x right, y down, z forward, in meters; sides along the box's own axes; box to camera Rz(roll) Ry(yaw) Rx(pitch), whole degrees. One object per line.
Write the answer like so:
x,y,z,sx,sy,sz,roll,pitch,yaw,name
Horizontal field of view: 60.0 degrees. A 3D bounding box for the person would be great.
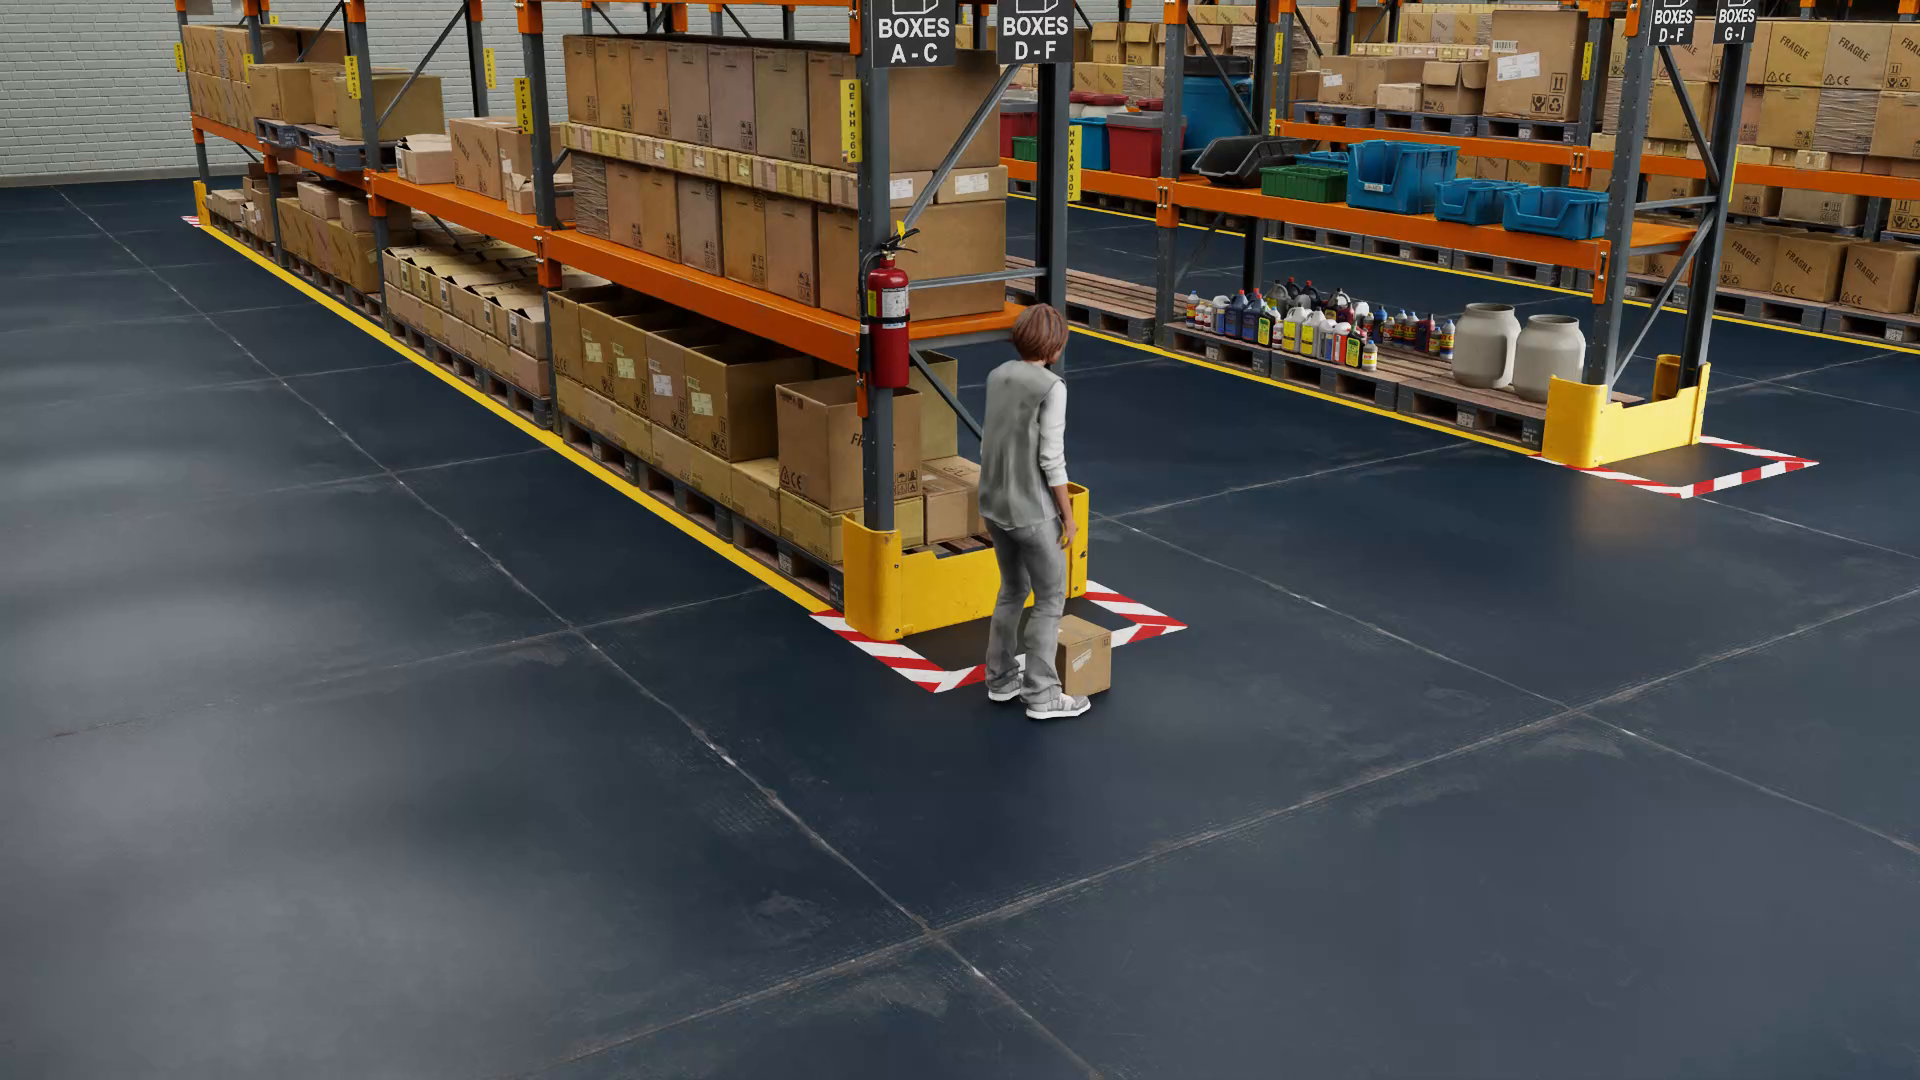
0.260,-0.105,6.391,0.345,1.592,0.465,-14,23,-35,person
